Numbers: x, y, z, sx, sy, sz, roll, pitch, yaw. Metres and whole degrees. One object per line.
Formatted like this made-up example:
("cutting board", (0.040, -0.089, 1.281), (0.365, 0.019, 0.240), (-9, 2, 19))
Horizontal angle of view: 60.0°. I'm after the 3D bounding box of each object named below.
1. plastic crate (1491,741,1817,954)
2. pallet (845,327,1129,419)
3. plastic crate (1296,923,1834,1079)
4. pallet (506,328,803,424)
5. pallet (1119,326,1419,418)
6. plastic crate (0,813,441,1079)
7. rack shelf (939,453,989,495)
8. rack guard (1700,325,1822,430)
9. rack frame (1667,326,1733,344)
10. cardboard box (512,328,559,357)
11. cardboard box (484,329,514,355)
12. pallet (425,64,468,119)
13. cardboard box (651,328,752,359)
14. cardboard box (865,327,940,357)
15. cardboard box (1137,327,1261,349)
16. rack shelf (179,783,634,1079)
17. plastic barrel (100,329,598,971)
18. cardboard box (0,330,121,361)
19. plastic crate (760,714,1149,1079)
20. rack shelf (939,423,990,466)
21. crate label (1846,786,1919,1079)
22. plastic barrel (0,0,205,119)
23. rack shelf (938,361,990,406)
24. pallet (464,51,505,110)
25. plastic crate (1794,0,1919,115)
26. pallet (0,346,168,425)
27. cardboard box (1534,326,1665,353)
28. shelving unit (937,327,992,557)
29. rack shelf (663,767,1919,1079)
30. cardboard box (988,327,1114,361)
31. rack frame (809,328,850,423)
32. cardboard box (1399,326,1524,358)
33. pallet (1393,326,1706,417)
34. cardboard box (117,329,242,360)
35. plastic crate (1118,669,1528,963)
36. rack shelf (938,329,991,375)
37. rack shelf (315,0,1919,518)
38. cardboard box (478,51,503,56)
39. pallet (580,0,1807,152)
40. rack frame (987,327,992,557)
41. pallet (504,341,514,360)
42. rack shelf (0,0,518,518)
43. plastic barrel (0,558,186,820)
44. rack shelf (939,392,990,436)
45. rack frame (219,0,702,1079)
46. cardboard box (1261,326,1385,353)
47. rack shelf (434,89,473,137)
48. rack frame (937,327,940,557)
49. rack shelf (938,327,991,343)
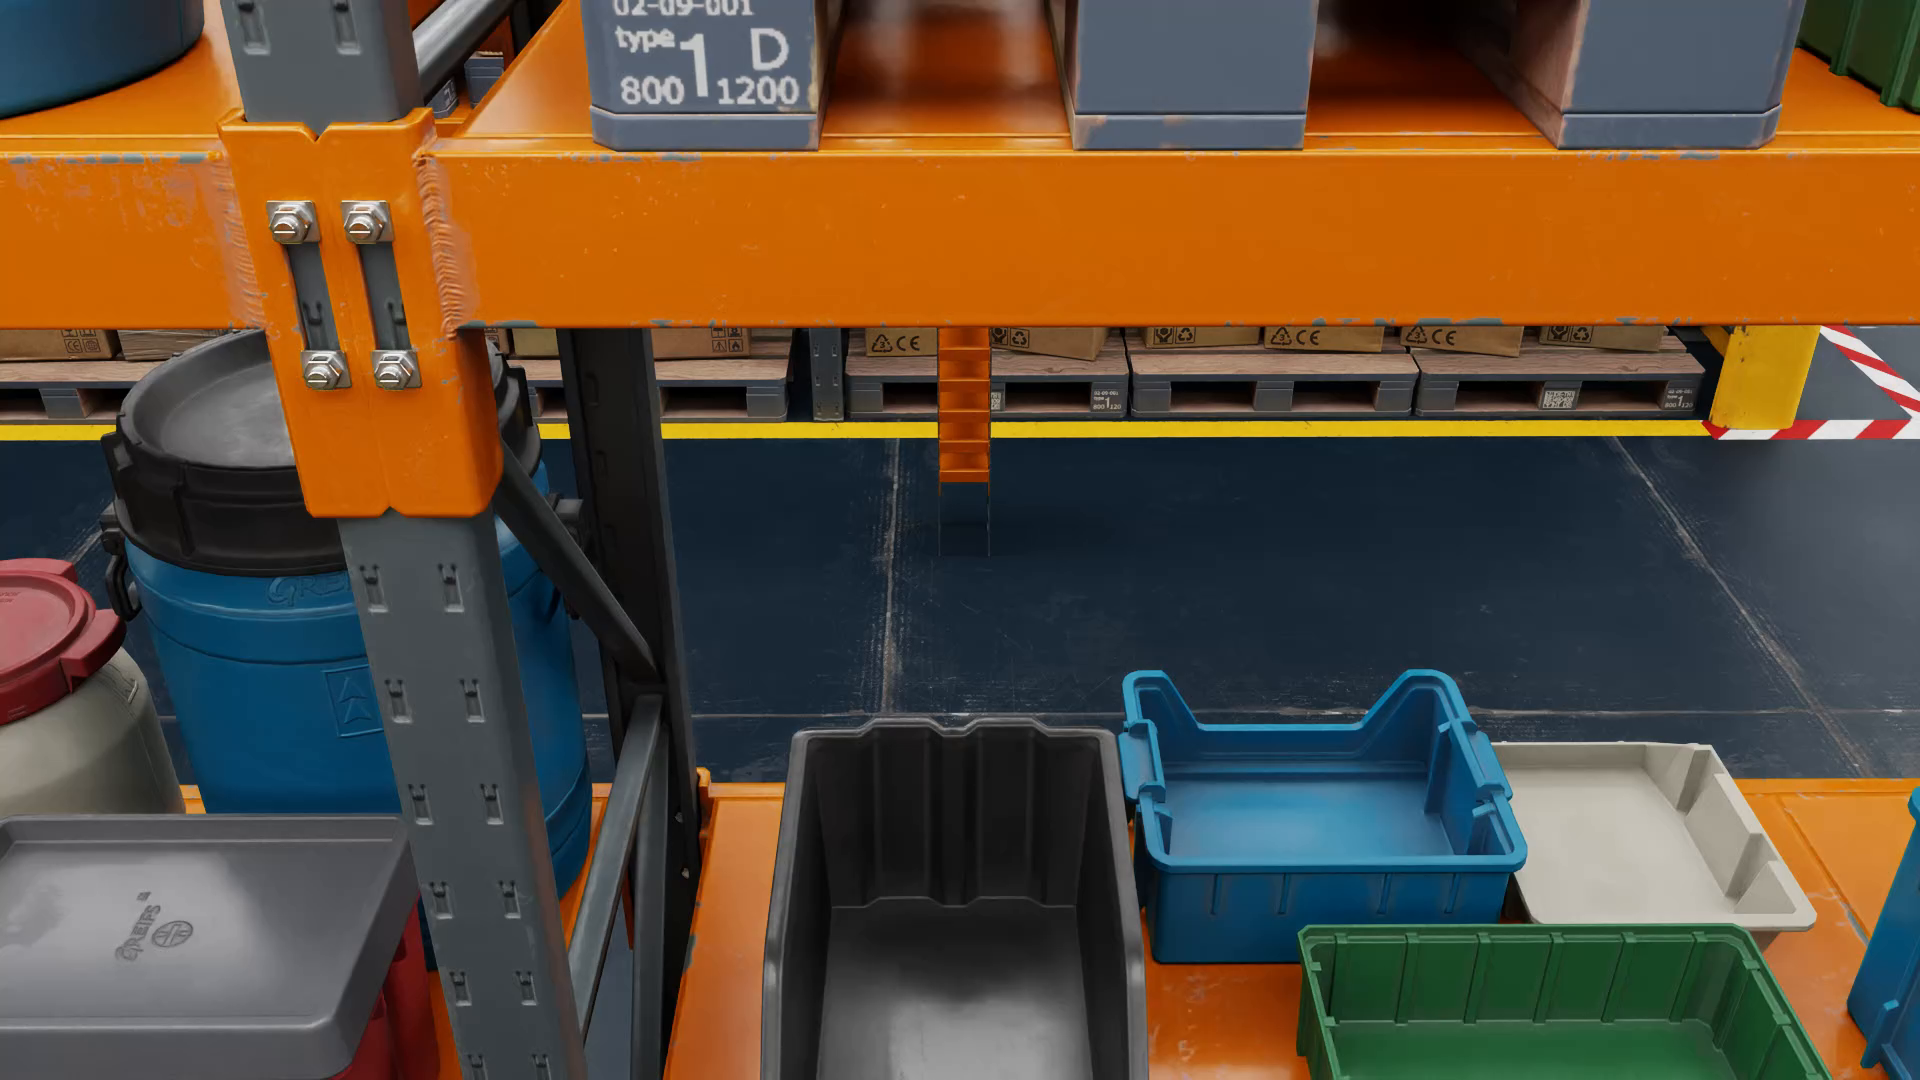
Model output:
("plastic crate", (1.090, 0.506, 2.779), (0.437, 0.136, 0.530), (0, 31, 0))
("pallet", (0.109, -0.868, 7.477), (1.213, 0.211, 1.003), (0, 31, 0))
("plastic crate", (0.826, 0.762, 2.306), (0.662, 0.188, 0.450), (0, 31, 0))
("pallet", (-1.341, -0.844, 7.438), (1.213, 0.211, 1.003), (0, 31, 0))
("pallet", (1.332, -0.873, 7.486), (1.213, 0.211, 1.003), (0, 31, 0))
("plastic crate", (-1.015, 0.662, 2.205), (0.583, 0.464, 0.402), (0, 31, 0))
("rack shelf", (0.014, -0.270, 6.086), (0.180, 0.103, 0.258), (0, 31, 0))
("rack guard", (3.361, -0.983, 7.389), (0.348, 0.500, 1.175), (0, 31, 0))
("rack frame", (3.437, -2.052, 6.741), (0.127, 3.000, 1.000), (0, 31, 0))
("cardboard box", (-1.654, -1.177, 7.283), (0.500, 0.500, 0.700), (0, 31, -1))
("cardboard box", (-2.213, -1.175, 7.280), (0.500, 0.500, 0.700), (-3, 31, -5))
("pallet", (-2.583, -1.973, 6.794), (1.213, 0.211, 1.003), (0, 31, 0))
("cardboard box", (-1.177, -1.168, 7.270), (0.500, 0.500, 0.700), (-2, 31, -4))
("cardboard box", (-0.162, -1.131, 7.227), (0.500, 0.500, 0.500), (-1, 31, -2))
("cardboard box", (1.031, -1.179, 7.307), (0.500, 0.500, 0.500), (-3, 31, -5))
("rack shelf", (-2.533, 0.843, 2.662), (4.000, 0.370, 1.077), (0, 31, 0))
("plastic barrel", (-0.921, 0.159, 2.613), (0.708, 0.901, 0.600), (0, 31, 0))
("cardboard box", (-3.893, -1.159, 7.254), (0.500, 0.500, 0.700), (-2, 31, -3))
("plastic crate", (-0.008, 0.620, 2.396), (0.504, 0.338, 0.767), (0, 31, 0))
("rack shelf", (0.014, -0.372, 6.024), (0.180, 0.103, 0.258), (0, 31, 0))
("crate label", (1.628, 0.648, 2.256), (0.616, 0.435, 0.502), (0, 31, 0))
("plastic barrel", (-1.040, -0.853, 1.389), (0.708, 0.901, 0.600), (0, 31, 0))
("rack shelf", (0.014, -0.578, 5.900), (0.180, 0.103, 0.258), (0, 31, 0))
("pallet", (-1.328, -2.031, 6.890), (1.213, 0.211, 1.003), (0, 31, 0))
("plastic crate", (1.047, -0.526, 1.538), (0.450, 0.188, 0.336), (0, 31, 0))
("pallet", (-3.781, -0.837, 7.425), (1.213, 0.211, 1.003), (0, 31, 0))
("cardboard box", (2.813, -1.170, 7.291), (0.500, 0.500, 0.500), (5, 32, 9))
("shelving unit", (0.014, -0.513, 5.939), (0.189, 1.200, 0.258), (0, 31, 0))
("rack shelf", (1.467, 0.831, 2.682), (4.000, 0.370, 1.077), (0, 31, 0))
("cardboard box", (0.410, -1.137, 7.237), (0.500, 0.500, 0.500), (10, 33, 15))
("rack frame", (-0.563, -2.040, 6.720), (0.127, 3.000, 1.000), (0, 31, 0))
("cardboard box", (2.215, -1.150, 7.259), (0.500, 0.500, 0.500), (8, 32, 13))
("pallet", (2.549, -0.876, 7.490), (1.213, 0.211, 1.003), (0, 31, 0))
("cardboard box", (-3.338, -1.167, 7.268), (0.500, 0.500, 0.700), (-3, 31, -4))
("plastic crate", (0.572, 0.449, 2.762), (0.616, 0.251, 0.499), (0, 31, 0))
("rack shelf", (0.014, -0.680, 5.837), (0.180, 0.103, 0.258), (0, 31, 0))
("rack shelf", (1.467, -0.452, 1.904), (4.000, 0.370, 1.077), (0, 31, 0))
("cardboard box", (-1.358, -2.546, 6.571), (1.000, 1.000, 1.000), (0, 31, 0))
("pallet", (0.188, -0.725, 1.844), (1.003, 0.211, 1.213), (0, 31, 0))
("rack frame", (0.106, -0.513, 5.939), (0.006, 1.200, 0.240), (0, 31, 0))
("pallet", (-2.564, -0.839, 7.429), (1.213, 0.211, 1.003), (0, 31, 0))
("rack shelf", (-2.533, -0.439, 1.884), (4.000, 0.370, 1.077), (0, 31, 0))
("plastic barrel", (-1.491, 0.361, 2.633), (0.433, 0.535, 0.433), (0, 31, 0))
("rack shelf", (0.014, -0.475, 5.962), (0.180, 0.103, 0.258), (0, 31, 0))
("rack frame", (-0.533, 0.528, 2.488), (0.053, 2.616, 0.949), (0, 31, 0))
("cardboard box", (1.589, -1.158, 7.272), (0.500, 0.500, 0.500), (3, 31, 4))
("rack shelf", (-2.563, -1.726, 6.896), (4.000, 0.370, 1.077), (0, 31, 0))
("rack frame", (-0.077, -0.513, 5.938), (0.006, 1.200, 0.240), (0, 31, 0))
("rack shelf", (0.014, -0.783, 5.775), (0.180, 0.103, 0.258), (0, 31, 0))
